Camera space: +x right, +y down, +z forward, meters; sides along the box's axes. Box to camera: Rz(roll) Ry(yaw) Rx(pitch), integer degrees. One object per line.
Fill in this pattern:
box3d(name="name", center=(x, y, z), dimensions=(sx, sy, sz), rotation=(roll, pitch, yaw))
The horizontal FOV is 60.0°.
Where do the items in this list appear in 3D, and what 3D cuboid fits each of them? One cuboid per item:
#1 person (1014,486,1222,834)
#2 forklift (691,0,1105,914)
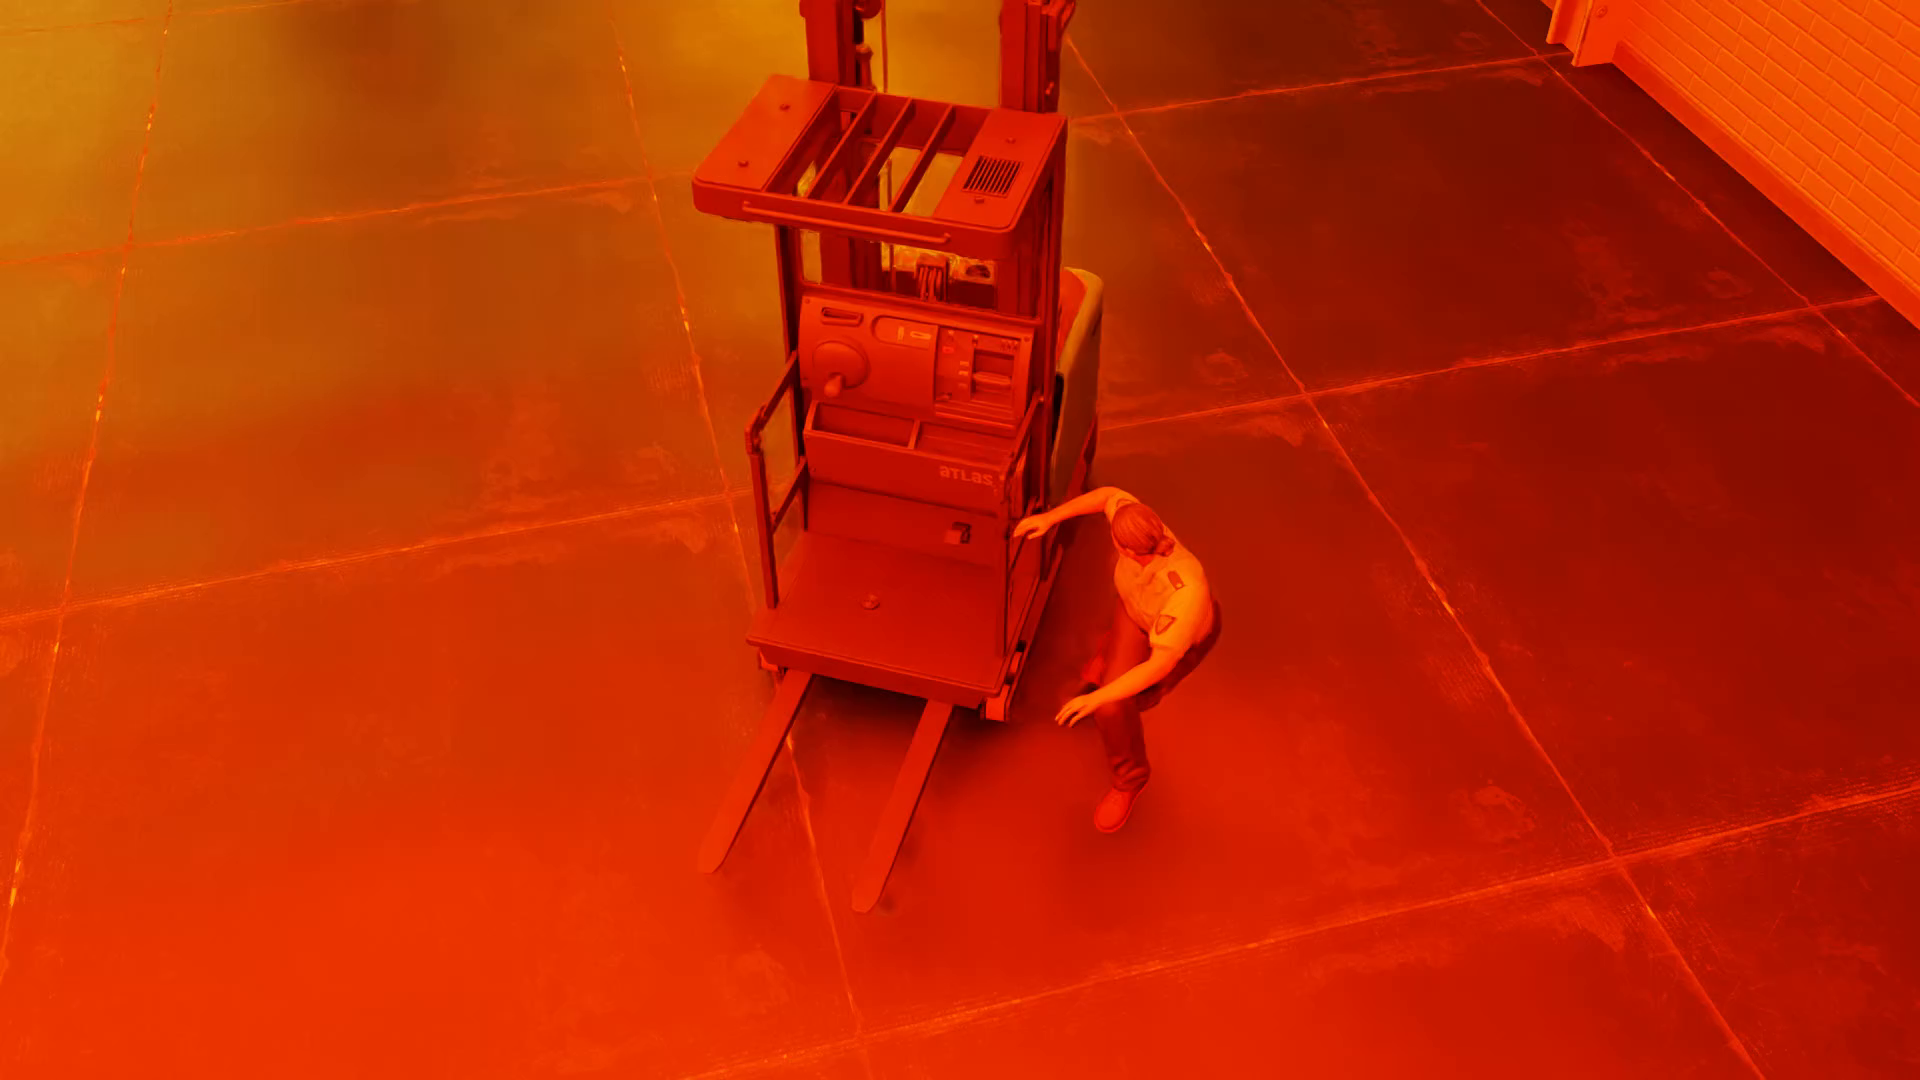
box3d(name="person", center=(0.513, 0.376, 6.204), dimensions=(0.836, 1.435, 1.066), rotation=(24, 48, 23))
box3d(name="forklift", center=(-0.235, -0.612, 6.293), dimensions=(1.130, 2.935, 3.031), rotation=(11, 45, 12))
